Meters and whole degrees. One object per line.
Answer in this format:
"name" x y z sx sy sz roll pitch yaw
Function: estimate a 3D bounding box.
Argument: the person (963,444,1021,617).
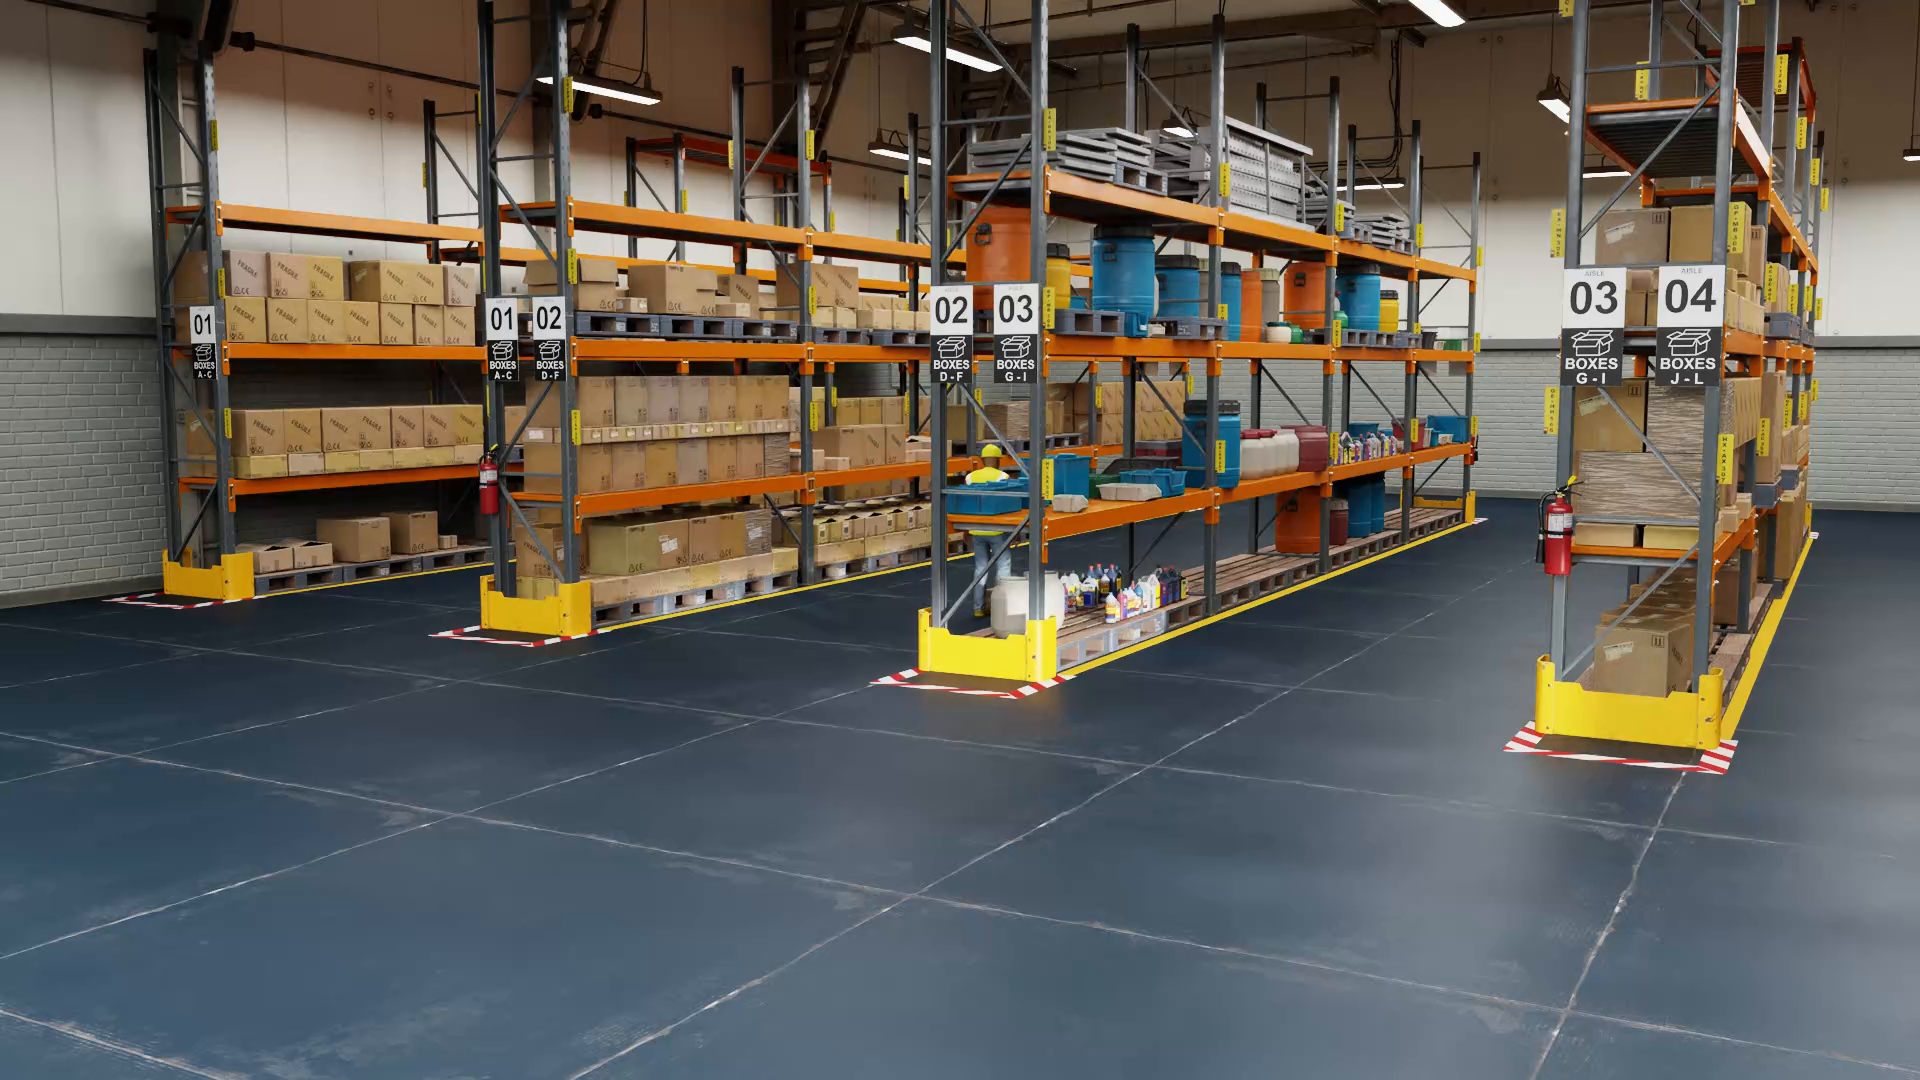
"person" 0.316 -0.096 16.974 0.636 1.761 0.454 3 7 26
